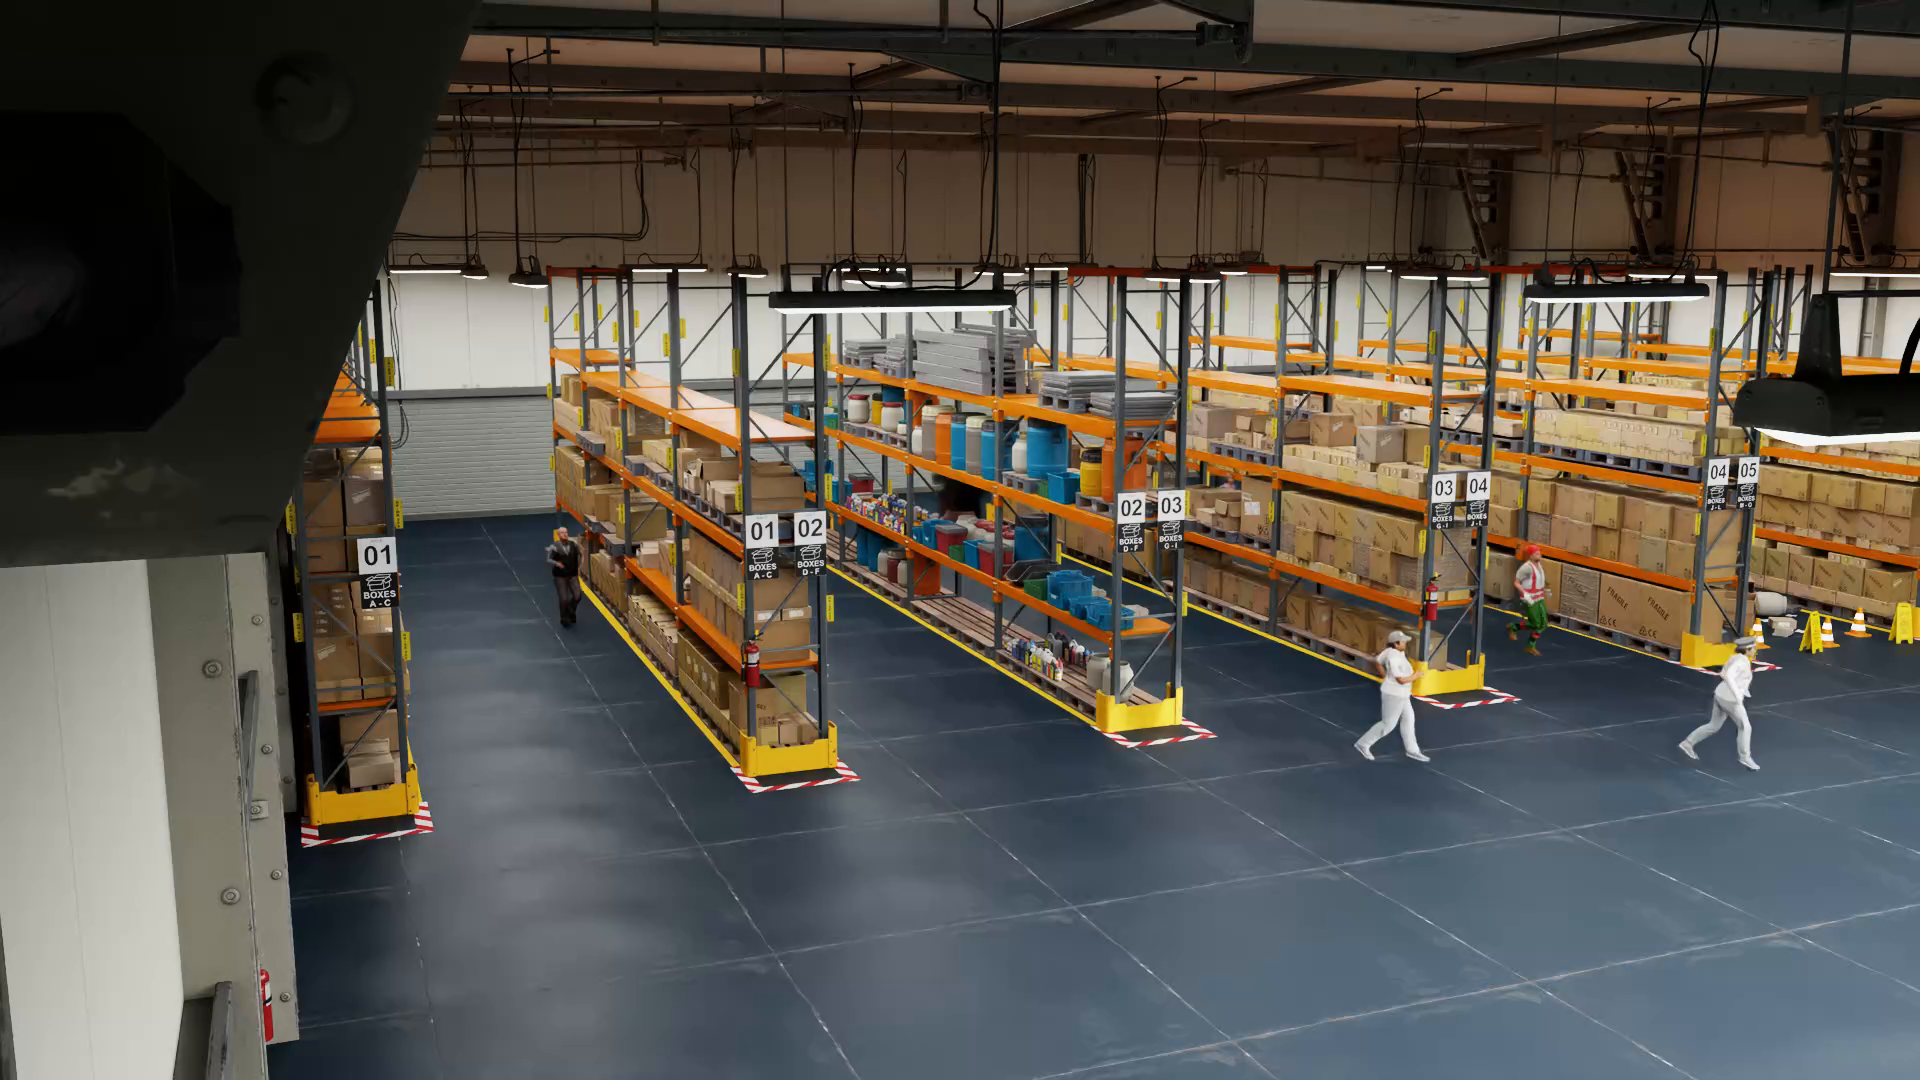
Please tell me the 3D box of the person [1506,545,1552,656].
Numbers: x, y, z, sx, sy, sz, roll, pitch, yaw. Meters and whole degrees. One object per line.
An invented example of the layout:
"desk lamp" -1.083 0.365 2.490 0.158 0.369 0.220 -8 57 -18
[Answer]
"person" 9.018 0.933 26.360 0.670 1.752 0.611 -8 13 -39

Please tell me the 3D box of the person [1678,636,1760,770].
"person" 9.415 1.998 20.446 0.931 1.681 0.630 2 10 13

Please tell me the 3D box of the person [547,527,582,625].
"person" -6.639 0.628 28.132 0.647 1.682 0.602 -5 11 -28

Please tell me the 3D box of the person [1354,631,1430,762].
"person" 5.388 1.939 20.617 0.932 1.668 0.599 2 10 13

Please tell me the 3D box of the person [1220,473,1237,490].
"person" 5.823 -0.664 35.982 0.531 1.557 0.535 -5 11 -26
